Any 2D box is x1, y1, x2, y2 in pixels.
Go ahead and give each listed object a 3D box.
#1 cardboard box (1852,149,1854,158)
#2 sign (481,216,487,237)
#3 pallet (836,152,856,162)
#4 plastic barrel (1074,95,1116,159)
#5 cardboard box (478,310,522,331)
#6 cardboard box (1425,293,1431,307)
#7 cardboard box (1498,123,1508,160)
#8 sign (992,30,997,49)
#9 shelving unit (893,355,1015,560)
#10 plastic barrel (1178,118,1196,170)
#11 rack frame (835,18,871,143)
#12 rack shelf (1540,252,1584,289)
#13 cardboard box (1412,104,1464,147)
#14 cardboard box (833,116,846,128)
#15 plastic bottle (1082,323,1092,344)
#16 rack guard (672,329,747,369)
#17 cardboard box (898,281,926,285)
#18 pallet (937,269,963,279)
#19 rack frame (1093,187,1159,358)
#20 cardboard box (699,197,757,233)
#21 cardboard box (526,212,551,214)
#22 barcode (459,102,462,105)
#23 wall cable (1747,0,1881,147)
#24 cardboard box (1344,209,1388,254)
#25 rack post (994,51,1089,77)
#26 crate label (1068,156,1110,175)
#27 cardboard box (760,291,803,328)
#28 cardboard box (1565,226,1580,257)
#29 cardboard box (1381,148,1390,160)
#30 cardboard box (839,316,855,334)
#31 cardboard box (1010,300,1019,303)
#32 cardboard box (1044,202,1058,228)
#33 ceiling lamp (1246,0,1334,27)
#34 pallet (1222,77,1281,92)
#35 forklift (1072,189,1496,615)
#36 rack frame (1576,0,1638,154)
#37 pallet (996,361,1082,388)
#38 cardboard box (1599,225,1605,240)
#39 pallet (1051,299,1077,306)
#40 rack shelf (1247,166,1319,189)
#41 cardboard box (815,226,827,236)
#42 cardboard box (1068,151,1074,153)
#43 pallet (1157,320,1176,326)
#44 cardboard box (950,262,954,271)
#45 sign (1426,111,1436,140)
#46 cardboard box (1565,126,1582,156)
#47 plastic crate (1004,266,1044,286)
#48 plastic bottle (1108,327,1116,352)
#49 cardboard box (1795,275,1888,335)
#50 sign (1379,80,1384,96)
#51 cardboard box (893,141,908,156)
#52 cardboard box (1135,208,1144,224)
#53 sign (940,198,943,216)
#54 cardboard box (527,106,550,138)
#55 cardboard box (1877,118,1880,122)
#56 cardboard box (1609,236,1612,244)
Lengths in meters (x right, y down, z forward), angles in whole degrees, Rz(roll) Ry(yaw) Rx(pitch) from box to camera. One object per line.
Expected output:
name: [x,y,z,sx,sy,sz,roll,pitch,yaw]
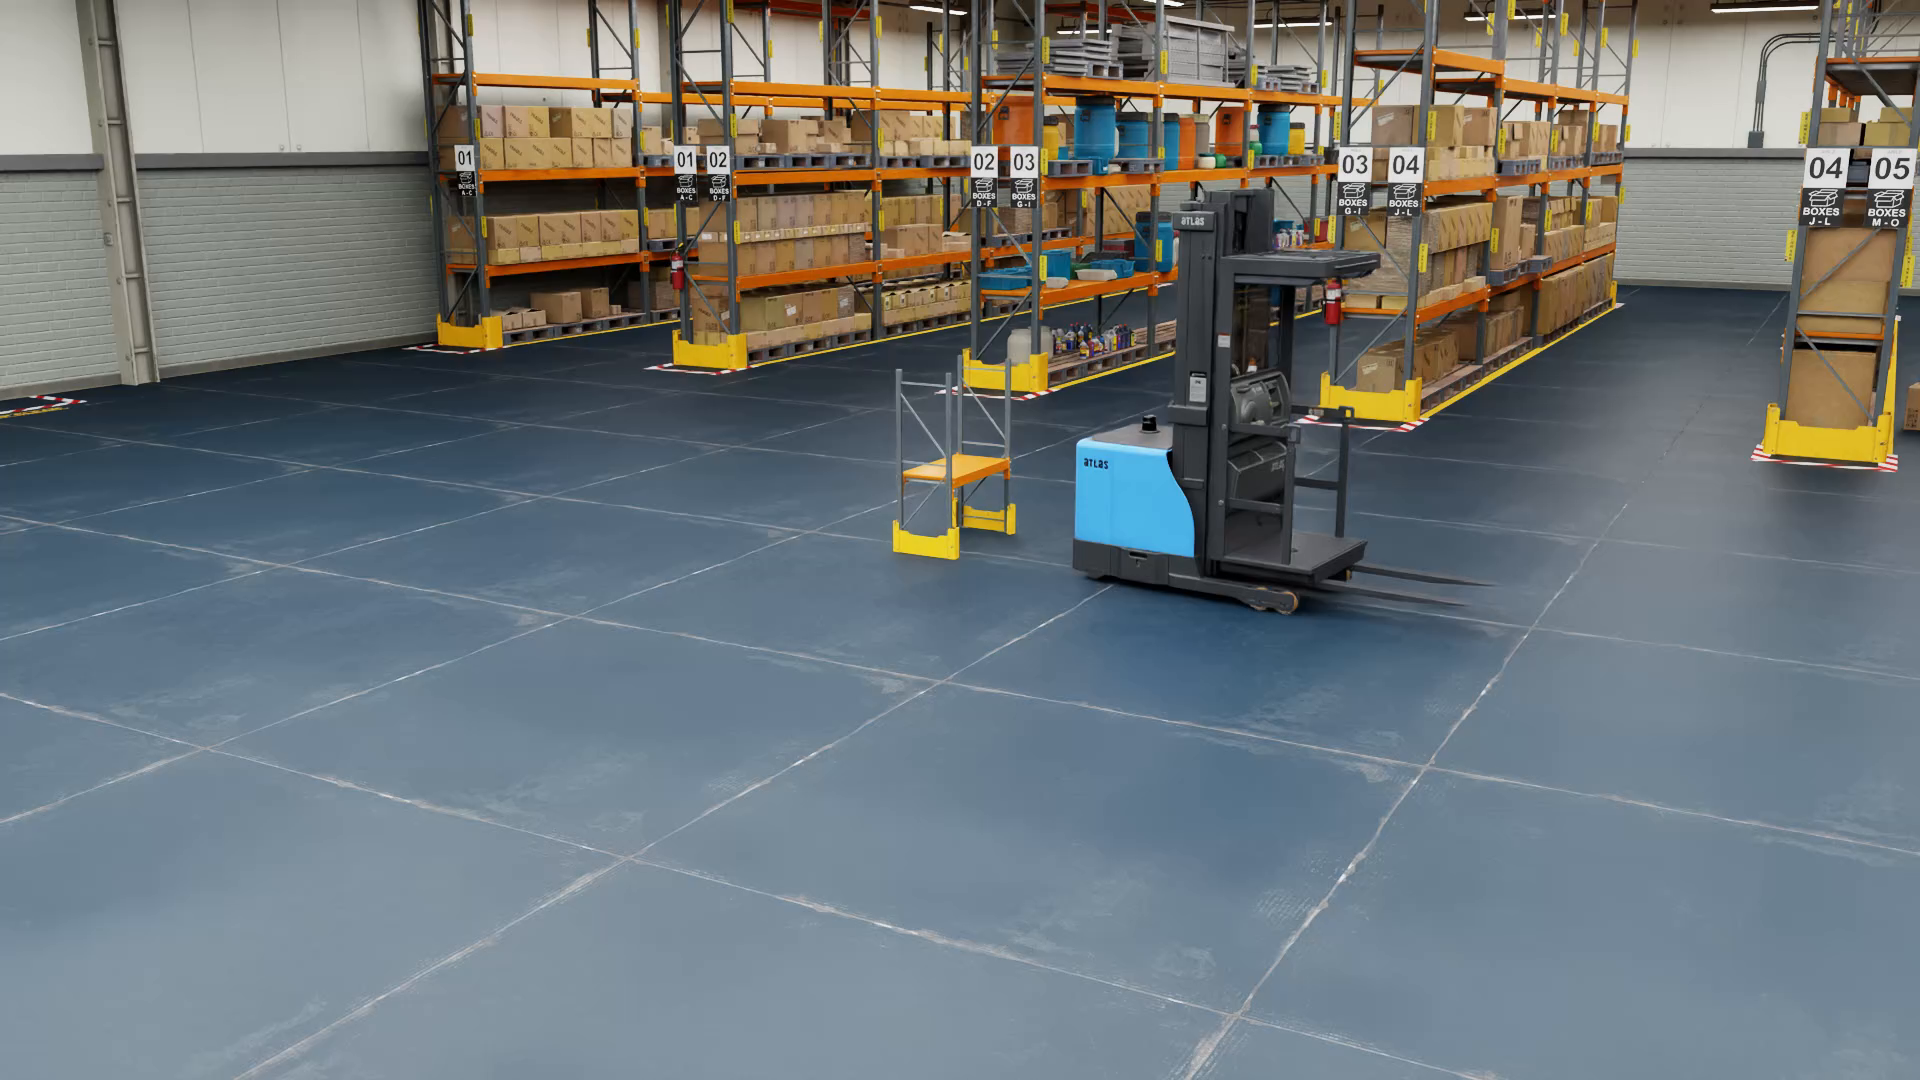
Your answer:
cardboard box: [10.579,-4.684,20.090,0.380,0.149,0.250,7,15,28]
sign: [-7.583,-4.990,26.484,0.100,0.325,0.005,7,15,28]
pallet: [-2.657,-8.264,35.920,0.805,0.209,1.217,7,15,26]
plastic barrel: [1.973,-6.043,24.332,0.600,0.901,0.708,7,15,28]
cardboard box: [-7.645,-3.669,27.651,0.500,0.311,0.500,6,15,22]
cardboard box: [5.568,-2.955,20.426,0.380,0.149,0.250,7,15,28]
cardboard box: [7.197,-5.565,23.202,0.797,0.503,0.637,7,15,25]
sign: [0.635,-9.097,30.235,0.100,0.325,0.005,7,15,28]
shelving unit: [-0.037,-0.713,13.793,0.587,1.500,1.083,7,15,28]
plastic barrel: [3.578,-6.538,27.437,0.600,0.830,0.708,7,15,28]
rack frame: [-2.257,-10.009,36.350,1.000,3.000,0.127,7,15,28]
rack shelf: [9.784,-4.649,28.451,1.077,0.370,4.000,7,15,28]
cardboard box: [5.904,-5.115,20.537,0.500,0.500,0.500,7,15,28]
cardboard box: [-2.798,-9.012,35.863,0.500,0.250,0.500,9,16,32]
plastic bottle: [1.920,-3.120,25.288,0.144,0.351,0.185,7,15,28]
rack guard: [-3.732,-2.850,24.788,1.175,0.500,0.348,7,15,28]
cardboard box: [-0.858,-4.564,30.339,0.500,0.311,0.500,7,15,27]
pallet: [-0.642,-6.385,40.066,1.003,0.211,1.213,7,15,28]
rack frame: [2.548,-4.329,25.589,1.000,3.000,0.127,7,15,28]
cardboard box: [-3.458,-4.855,24.788,0.700,0.500,0.500,7,15,28]
cardboard box: [-7.275,-5.365,28.563,0.500,0.500,0.500,8,16,29]
barcode: [-8.153,-7.117,27.129,0.001,0.075,0.075,7,15,28]
wall cable: [18.435,-11.479,35.585,2.277,5.999,0.120,7,15,28]
cardboard box: [4.999,-3.767,20.277,0.500,0.500,0.500,7,15,28]
rack post: [1.091,-6.322,22.124,0.937,0.300,0.954,9,16,34]
crate label: [1.808,-5.241,23.288,0.502,0.251,0.408,7,15,28]
cardboard box: [-2.796,-3.594,25.911,0.500,0.500,0.500,7,15,28]
cardboard box: [10.519,-5.230,29.113,0.500,0.500,0.500,8,16,30]
cardboard box: [5.039,-4.658,20.026,0.380,0.149,0.250,7,15,26]
cardboard box: [-2.070,-3.537,27.275,0.500,0.250,0.500,7,15,28]
cardboard box: [0.865,-4.879,32.266,0.500,0.500,0.500,7,15,26]
cardboard box: [1.656,-6.713,34.369,0.700,0.500,0.500,2,14,9]
ceiling lamp: [7.500,-13.373,37.850,2.000,3.185,0.800,7,15,28]
pallet: [4.857,-7.924,28.958,1.213,0.211,1.003,7,15,28]
forklift: [2.372,-1.035,12.072,3.031,2.935,1.130,9,16,34]
rack frame: [12.684,-9.146,32.770,1.000,3.000,0.127,7,15,28]
pallet: [1.007,-2.339,23.287,1.003,0.211,1.213,7,15,28]
cardboard box: [11.943,-5.856,31.609,0.500,0.250,0.500,7,15,28]
pallet: [1.721,-5.005,34.345,1.003,0.211,1.213,7,15,28]
rack shelf: [5.448,-6.668,30.428,1.077,0.370,4.000,7,15,28]
cardboard box: [-2.346,-4.914,26.420,0.380,0.149,0.250,8,16,30]
cardboard box: [2.532,-7.989,34.691,0.500,0.250,0.500,7,15,28]
pallet: [4.073,-3.639,28.679,1.003,0.211,1.213,7,15,28]
cardboard box: [-0.575,-6.747,40.058,0.700,0.500,0.500,7,15,28]
sign: [5.425,-4.769,19.148,0.100,0.325,0.005,7,15,28]
cardboard box: [10.479,-7.000,29.158,0.700,0.500,0.500,8,16,29]
plastic crate: [0.913,-3.705,23.319,0.499,0.251,0.408,7,15,28]
plastic bottle: [2.240,-2.984,24.726,0.144,0.351,0.185,7,15,28]
cardboard box: [9.382,-2.518,17.760,0.875,0.550,0.550,7,15,28]
sign: [8.838,-9.491,34.891,0.100,0.325,0.005,7,15,28]
cardboard box: [-1.217,-6.718,28.525,0.500,0.250,0.500,6,15,23]
cardboard box: [3.788,-7.172,37.168,0.500,0.500,0.500,8,15,29]
sign: [-0.333,-6.295,31.444,0.100,0.325,0.005,7,15,28]
cardboard box: [-7.135,-6.888,27.416,0.500,0.500,0.500,8,16,30]
cardboard box: [12.515,-5.377,22.213,0.500,0.500,0.500,7,15,28]
cardboard box: [12.553,-5.892,32.609,0.380,0.149,0.250,7,15,28]
